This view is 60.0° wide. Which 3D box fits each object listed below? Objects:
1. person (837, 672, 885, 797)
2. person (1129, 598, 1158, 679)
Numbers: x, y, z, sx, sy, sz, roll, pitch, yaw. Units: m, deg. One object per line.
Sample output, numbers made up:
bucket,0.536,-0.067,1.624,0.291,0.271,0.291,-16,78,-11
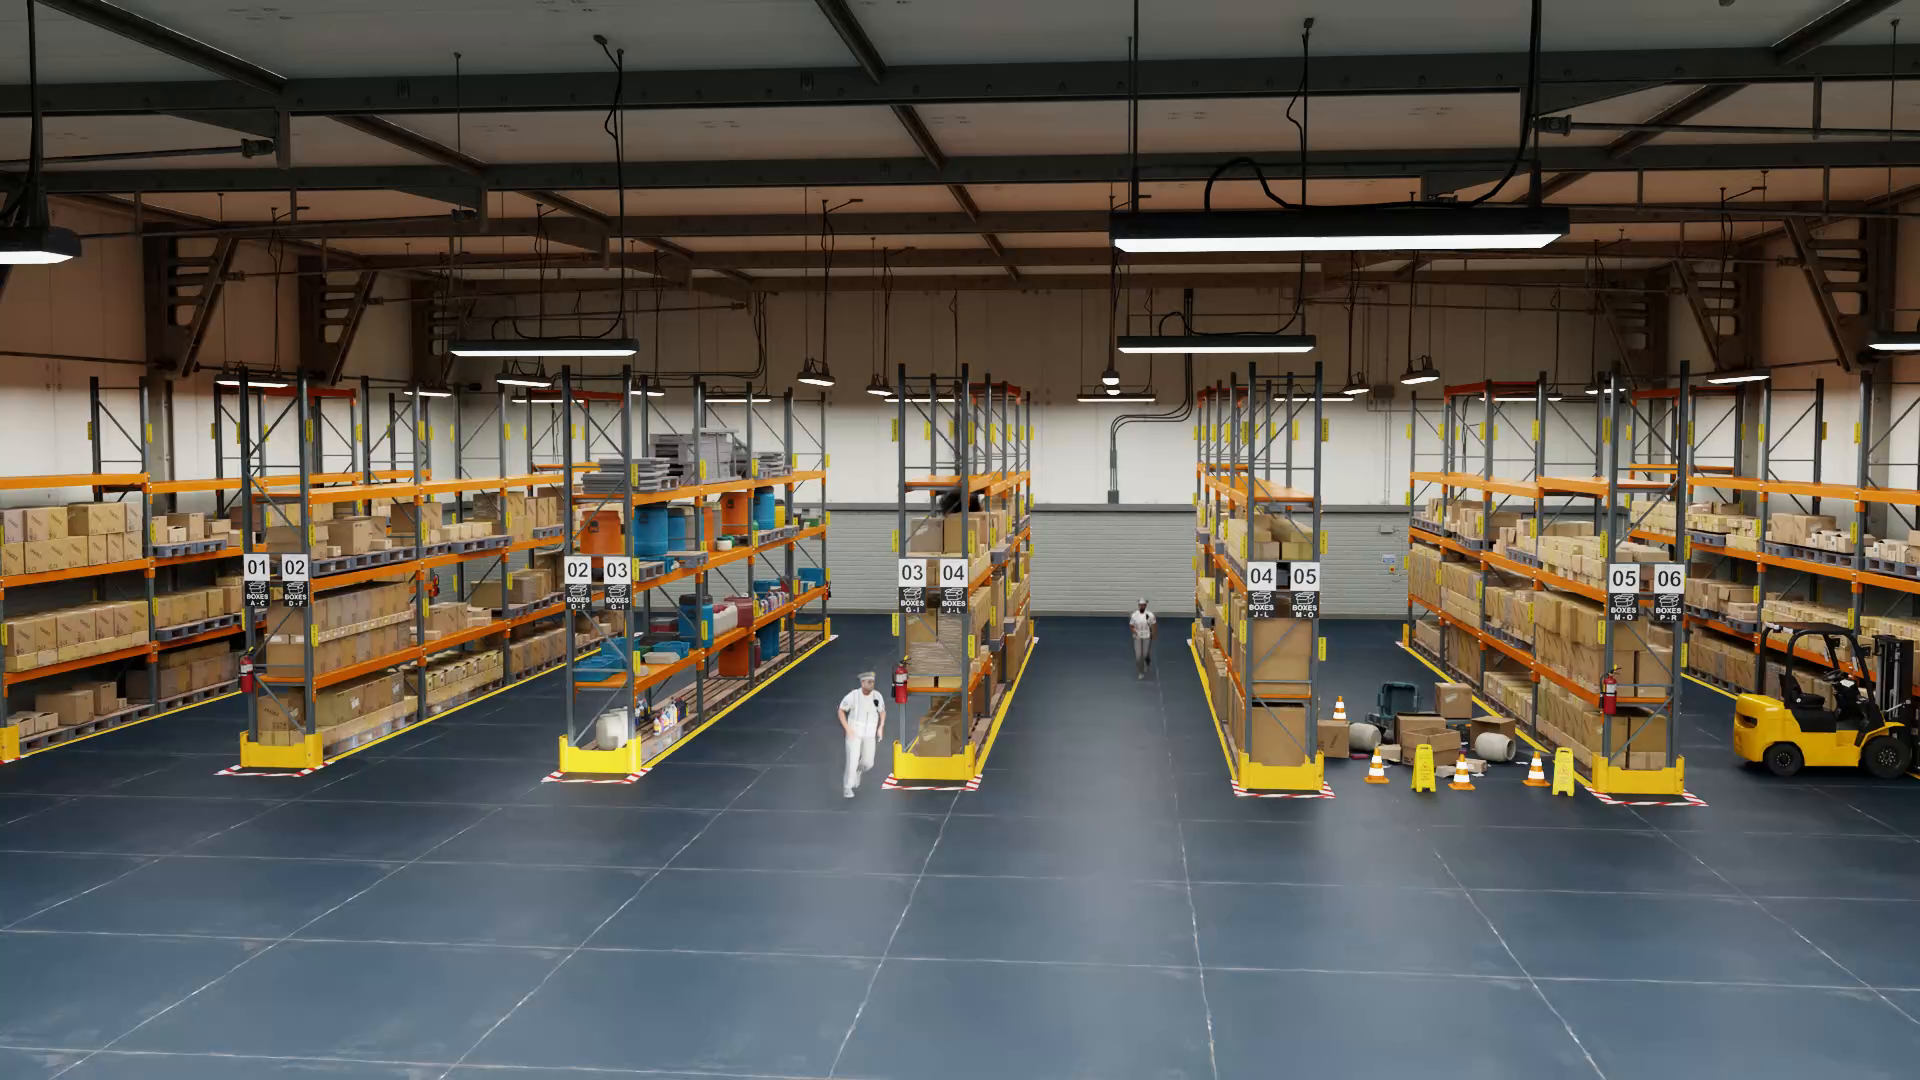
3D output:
person,-1.357,2.672,23.101,0.708,1.715,0.565,-1,4,-22
person,3.723,2.011,33.886,0.570,1.649,0.554,1,4,12
